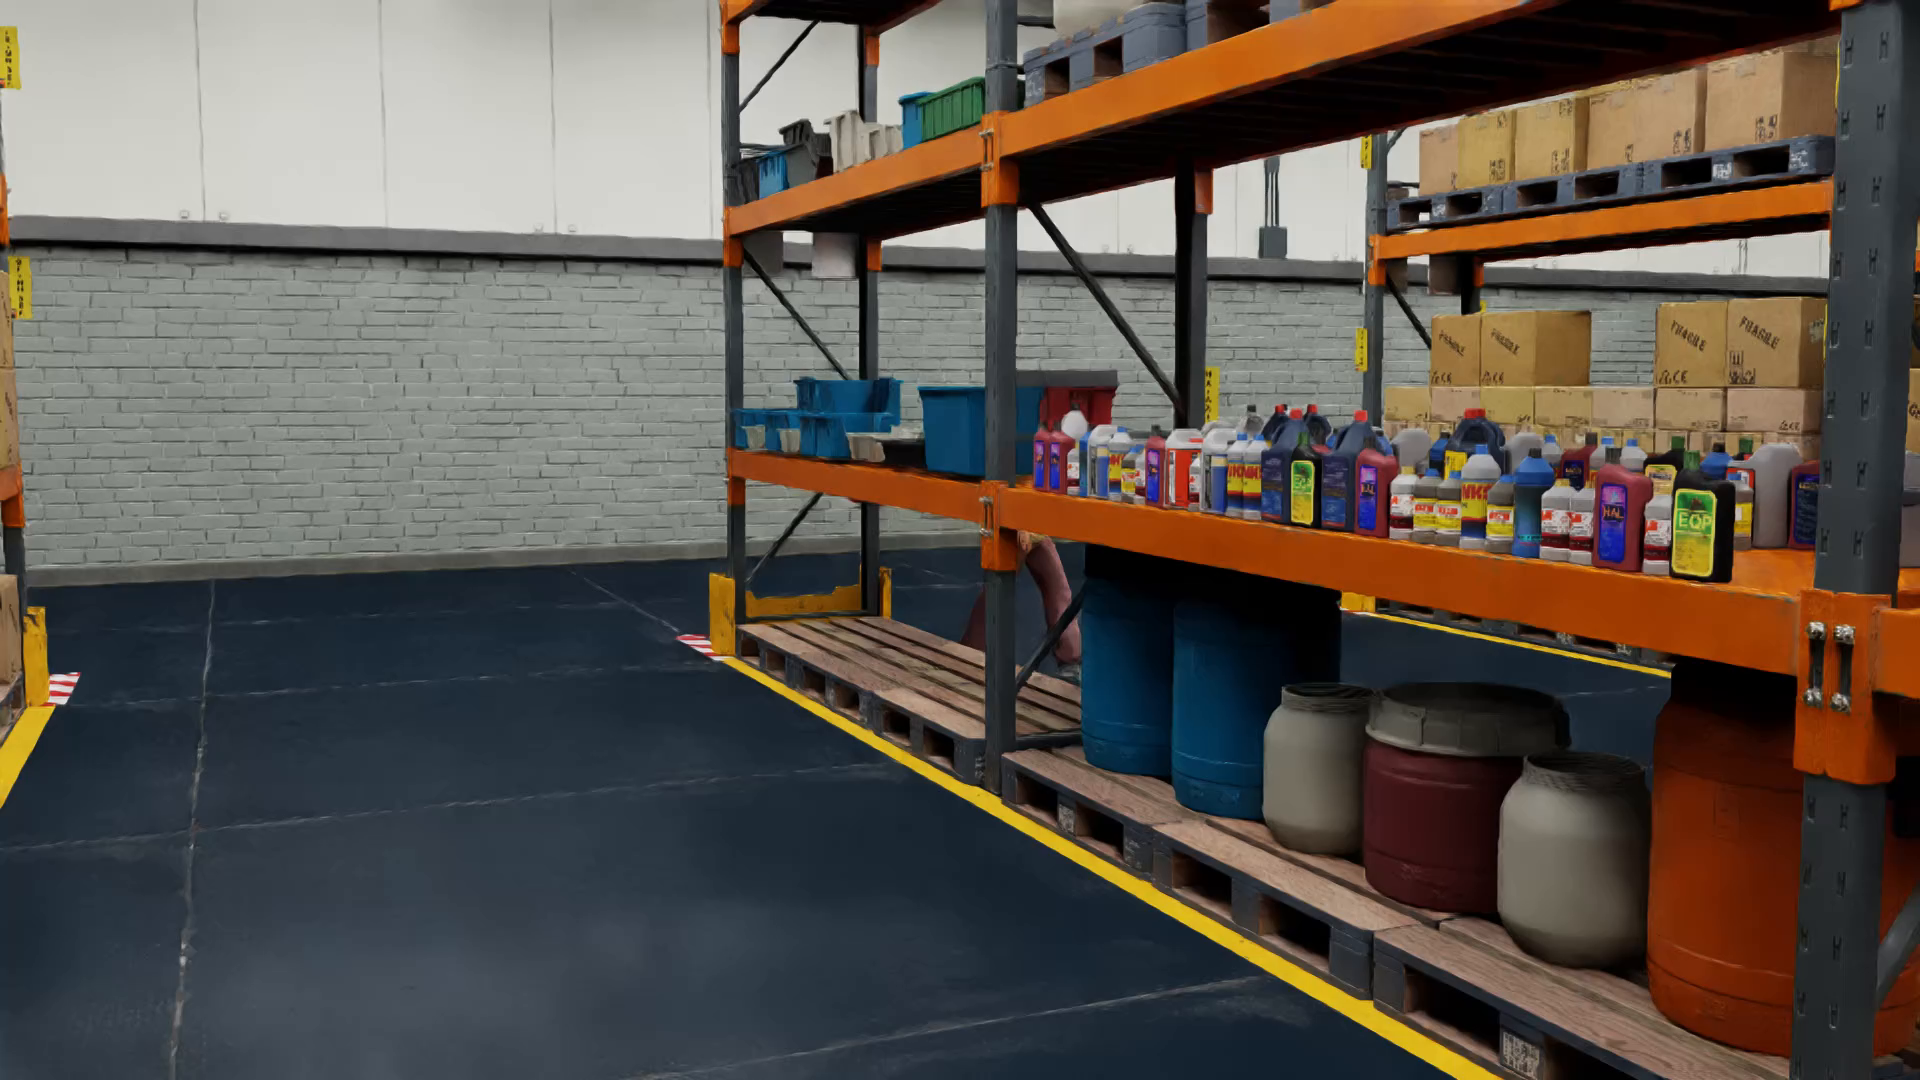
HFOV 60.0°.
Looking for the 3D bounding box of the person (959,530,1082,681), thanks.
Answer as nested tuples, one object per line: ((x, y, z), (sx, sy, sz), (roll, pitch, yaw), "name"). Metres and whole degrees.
((0.441, -0.002, 9.729), (0.963, 1.617, 0.569), (4, 7, 38), "person")
